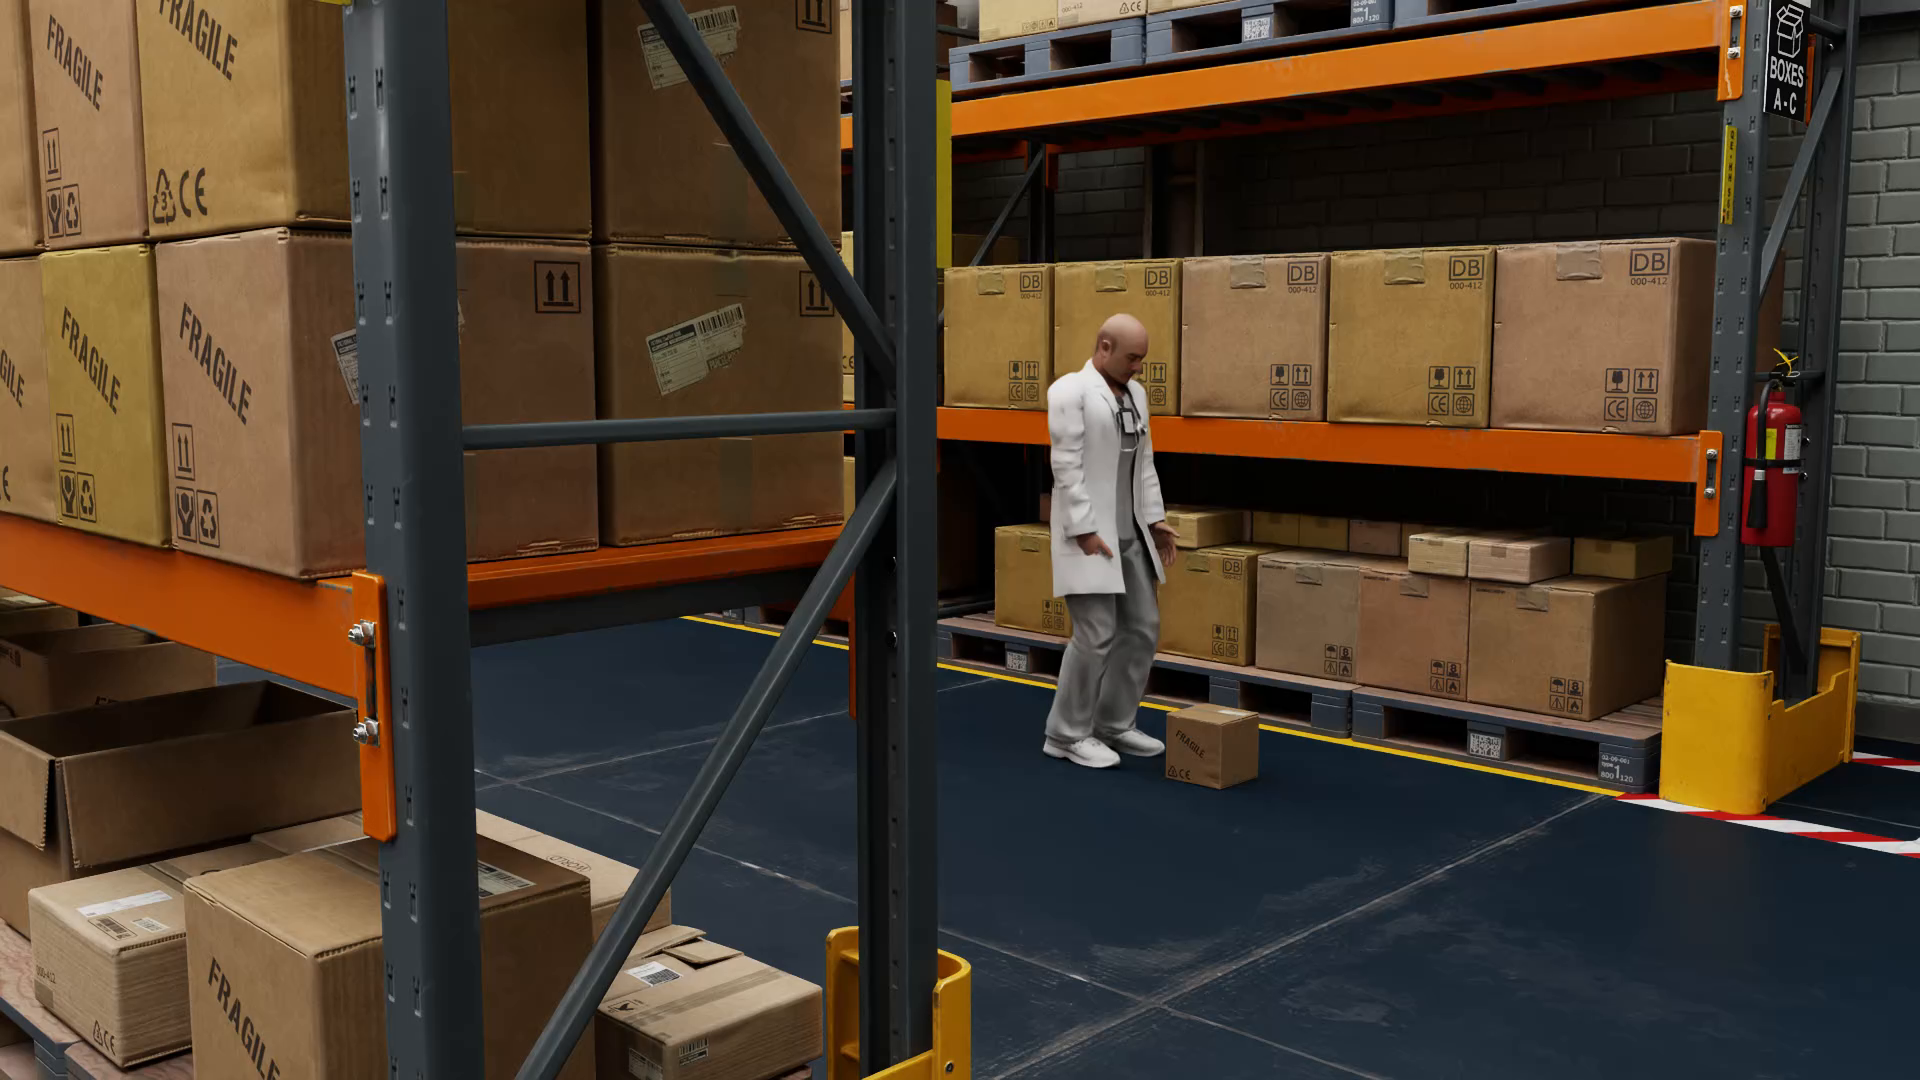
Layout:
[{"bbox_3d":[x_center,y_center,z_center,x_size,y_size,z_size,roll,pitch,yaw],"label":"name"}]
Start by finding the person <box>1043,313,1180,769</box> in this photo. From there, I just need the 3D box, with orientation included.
[{"bbox_3d":[0.588,-0.008,6.535,0.395,1.752,0.579,7,10,43],"label":"person"}]
